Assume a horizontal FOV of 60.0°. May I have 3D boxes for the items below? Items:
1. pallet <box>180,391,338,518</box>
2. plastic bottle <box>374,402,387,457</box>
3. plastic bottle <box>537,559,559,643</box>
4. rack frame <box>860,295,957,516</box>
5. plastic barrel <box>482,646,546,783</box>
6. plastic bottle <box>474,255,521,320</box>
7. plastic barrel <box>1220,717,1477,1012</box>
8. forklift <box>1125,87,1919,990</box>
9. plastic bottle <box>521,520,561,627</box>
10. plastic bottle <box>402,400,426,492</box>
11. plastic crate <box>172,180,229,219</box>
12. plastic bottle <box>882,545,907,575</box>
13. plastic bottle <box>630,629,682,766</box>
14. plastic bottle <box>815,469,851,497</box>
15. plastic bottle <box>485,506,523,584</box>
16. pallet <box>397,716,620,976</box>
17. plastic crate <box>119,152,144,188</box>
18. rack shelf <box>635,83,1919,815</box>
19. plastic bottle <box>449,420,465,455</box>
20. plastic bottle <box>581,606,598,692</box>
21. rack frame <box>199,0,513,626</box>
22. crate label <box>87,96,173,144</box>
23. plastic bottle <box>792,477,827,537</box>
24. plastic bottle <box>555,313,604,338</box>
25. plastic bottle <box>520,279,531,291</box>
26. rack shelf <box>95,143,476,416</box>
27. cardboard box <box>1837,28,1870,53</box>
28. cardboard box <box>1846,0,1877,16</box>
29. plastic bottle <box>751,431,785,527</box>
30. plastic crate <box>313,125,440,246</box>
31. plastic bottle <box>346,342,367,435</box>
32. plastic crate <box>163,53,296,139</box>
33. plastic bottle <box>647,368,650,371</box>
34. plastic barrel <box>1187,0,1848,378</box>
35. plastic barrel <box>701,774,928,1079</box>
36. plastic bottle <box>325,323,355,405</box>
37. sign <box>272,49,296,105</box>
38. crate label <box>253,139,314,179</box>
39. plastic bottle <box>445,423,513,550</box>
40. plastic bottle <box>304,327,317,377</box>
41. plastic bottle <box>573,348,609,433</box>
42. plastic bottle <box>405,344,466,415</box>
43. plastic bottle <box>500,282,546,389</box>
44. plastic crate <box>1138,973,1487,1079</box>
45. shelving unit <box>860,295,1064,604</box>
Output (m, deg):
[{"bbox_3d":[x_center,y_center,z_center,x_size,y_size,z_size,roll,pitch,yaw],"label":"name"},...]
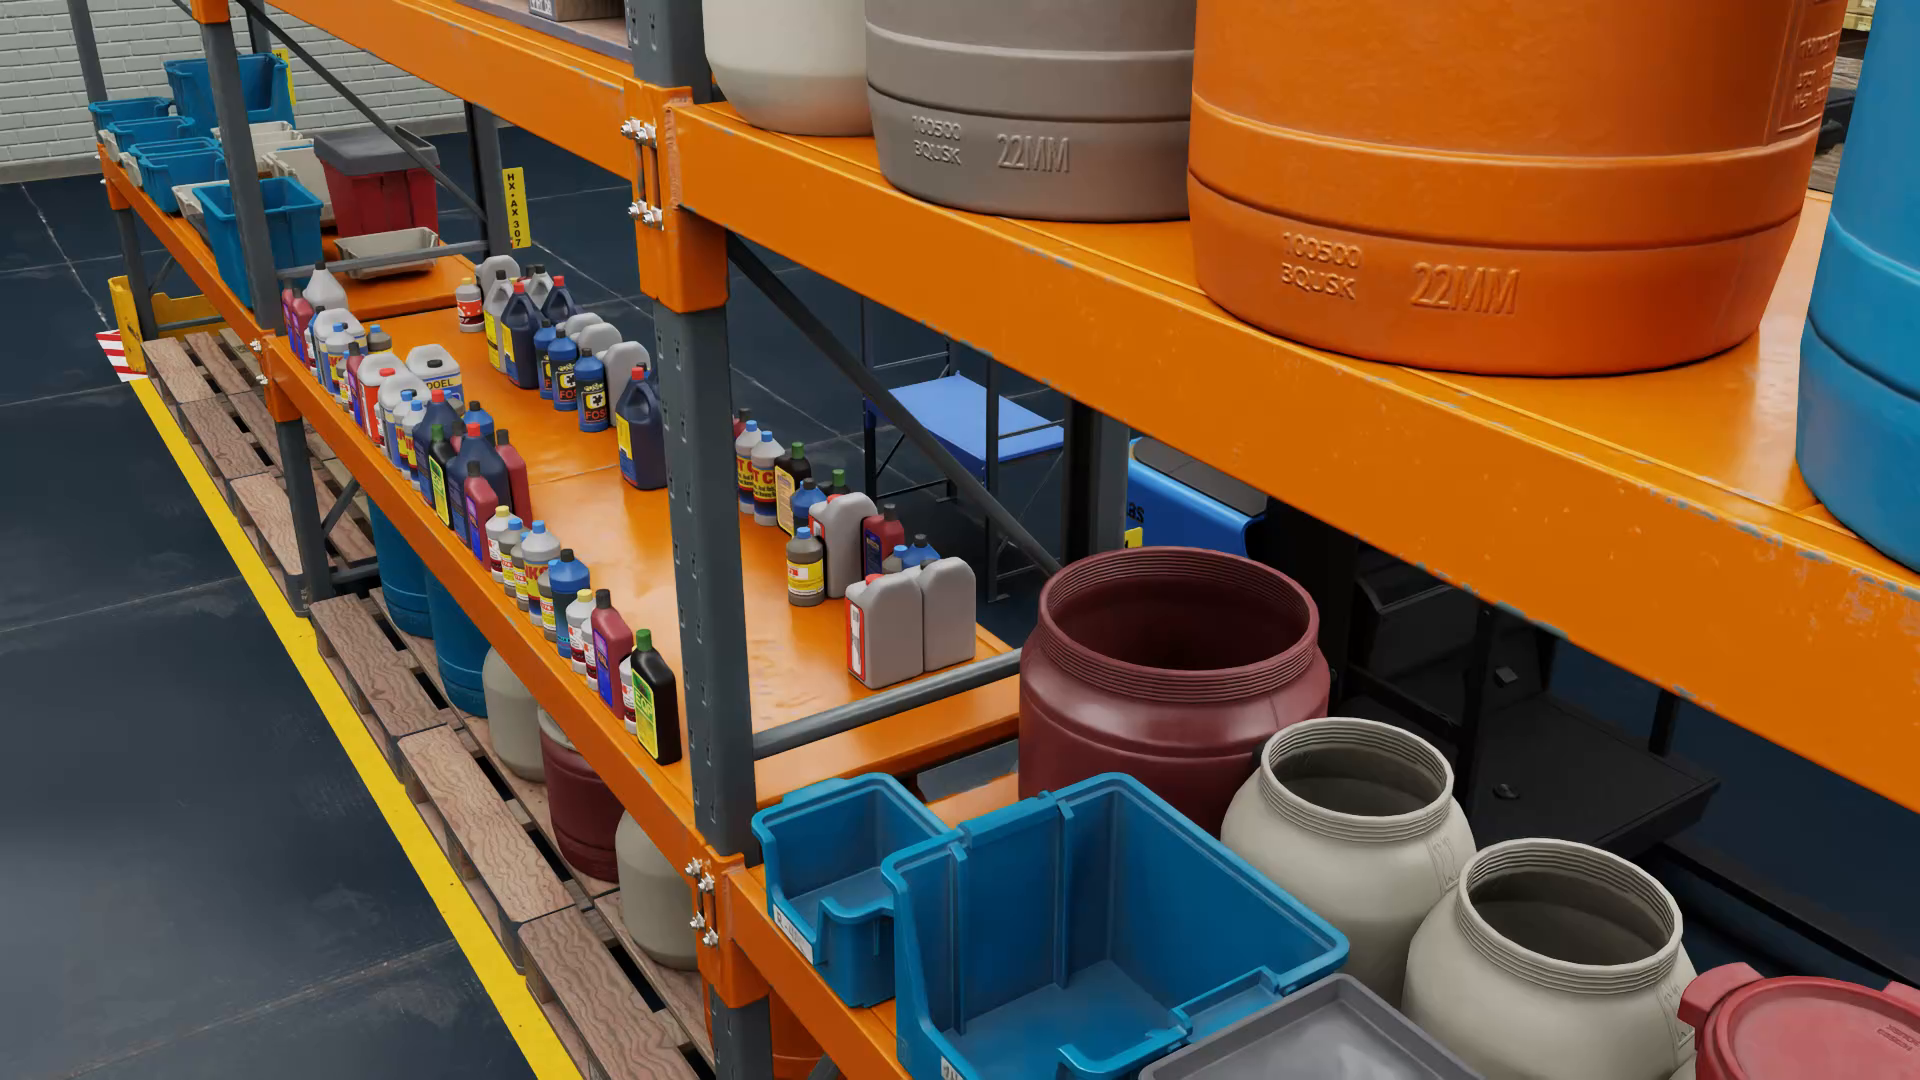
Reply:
[{"bbox_3d":[-3.379,-0.526,8.618,1.003,0.211,1.213,-16,29,-30],"label":"pallet"},{"bbox_3d":[-1.795,-0.373,5.260,0.097,0.201,0.097,0,25,0],"label":"plastic bottle"},{"bbox_3d":[-1.002,0.146,4.159,0.097,0.201,0.097,0,25,0],"label":"plastic bottle"},{"bbox_3d":[-0.231,-0.830,7.750,0.500,1.500,0.032,-16,29,-30],"label":"rack frame"},{"bbox_3d":[-1.372,0.513,5.572,0.421,0.512,0.421,0,25,0],"label":"plastic barrel"},{"bbox_3d":[-1.789,-0.975,6.447,0.152,0.276,0.135,-16,29,-30],"label":"plastic bottle"},{"bbox_3d":[0.650,0.602,2.831,0.421,0.512,0.421,0,25,0],"label":"plastic barrel"},{"bbox_3d":[1.723,-0.280,4.909,1.130,2.935,3.031,-16,30,-30],"label":"forklift"},{"bbox_3d":[-1.055,0.080,4.218,0.097,0.271,0.097,0,25,0],"label":"plastic bottle"},{"bbox_3d":[-1.616,-0.287,4.996,0.097,0.271,0.097,0,25,0],"label":"plastic bottle"},{"bbox_3d":[-3.477,-1.557,7.774,0.293,0.136,0.466,-16,29,-30],"label":"plastic crate"},{"bbox_3d":[-0.150,0.111,4.234,0.097,0.201,0.097,0,25,0],"label":"plastic bottle"},{"bbox_3d":[-0.669,0.342,3.649,0.061,0.283,0.133,-16,29,-30],"label":"plastic bottle"},{"bbox_3d":[-0.344,-0.067,4.516,0.061,0.283,0.133,-16,29,-30],"label":"plastic bottle"},{"bbox_3d":[-1.215,0.007,4.455,0.097,0.201,0.097,0,25,0],"label":"plastic bottle"},{"bbox_3d":[-1.218,0.887,5.624,1.003,0.211,1.213,-16,29,-30],"label":"pallet"},{"bbox_3d":[-4.123,-1.894,8.486,0.250,0.136,0.298,-16,29,-30],"label":"plastic crate"},{"bbox_3d":[1.001,0.018,1.527,1.077,0.370,4.000,-16,29,-30],"label":"rack shelf"},{"bbox_3d":[-1.416,-0.195,4.787,0.061,0.283,0.133,-16,29,-30],"label":"plastic bottle"},{"bbox_3d":[-0.843,0.251,3.938,0.097,0.201,0.097,0,25,0],"label":"plastic bottle"},{"bbox_3d":[-2.275,-1.097,6.559,1.000,3.000,0.127,-16,29,-30],"label":"rack frame"},{"bbox_3d":[-4.599,-2.314,9.263,0.416,0.233,0.303,-16,29,-30],"label":"crate label"},{"bbox_3d":[-0.400,-0.037,4.465,0.097,0.271,0.097,0,25,0],"label":"plastic bottle"},{"bbox_3d":[-1.314,-0.664,5.788,0.152,0.276,0.135,-16,29,-30],"label":"plastic bottle"},{"bbox_3d":[-1.589,-0.844,6.170,0.152,0.276,0.135,-16,29,-30],"label":"plastic bottle"},{"bbox_3d":[-3.366,-1.487,8.228,1.077,0.370,4.000,-16,29,-30],"label":"rack shelf"},{"bbox_3d":[3.320,-1.818,6.795,0.797,0.503,0.637,-15,29,-28],"label":"cardboard box"},{"bbox_3d":[5.916,-3.468,10.688,0.380,0.149,0.250,-14,29,-27],"label":"cardboard box"},{"bbox_3d":[-0.548,-0.181,4.771,0.097,0.271,0.097,0,25,0],"label":"plastic bottle"},{"bbox_3d":[-2.552,-1.531,7.333,0.402,0.464,0.583,-16,29,-30],"label":"plastic crate"},{"bbox_3d":[-1.947,-0.496,5.423,0.061,0.283,0.133,-16,29,-30],"label":"plastic bottle"},{"bbox_3d":[-4.119,-2.494,9.408,0.616,0.435,0.499,-16,29,-30],"label":"plastic crate"},{"bbox_3d":[-1.028,-0.464,5.452,0.097,0.201,0.097,0,25,0],"label":"plastic bottle"},{"bbox_3d":[0.533,-0.638,1.572,0.600,0.830,0.708,-16,29,-30],"label":"plastic barrel"},{"bbox_3d":[-0.372,0.955,4.265,0.600,0.830,0.708,-16,29,-30],"label":"plastic barrel"},{"bbox_3d":[-2.101,-0.605,5.669,0.097,0.271,0.097,0,25,0],"label":"plastic bottle"},{"bbox_3d":[-4.006,-2.735,9.839,0.100,0.325,0.005,-16,29,-30],"label":"sign"},{"bbox_3d":[-3.543,-1.985,8.679,0.396,0.136,0.243,-16,29,-30],"label":"crate label"},{"bbox_3d":[-1.345,-0.164,4.642,0.144,0.351,0.185,-16,29,-30],"label":"plastic bottle"},{"bbox_3d":[-2.281,-0.692,5.934,0.097,0.201,0.097,0,25,0],"label":"plastic bottle"},{"bbox_3d":[-1.208,-0.495,5.435,0.097,0.271,0.097,0,25,0],"label":"plastic bottle"},{"bbox_3d":[-1.708,-0.490,5.421,0.152,0.276,0.135,-16,29,-30],"label":"plastic bottle"},{"bbox_3d":[-1.519,-0.722,5.824,0.144,0.351,0.185,-16,29,-30],"label":"plastic bottle"},{"bbox_3d":[0.535,0.954,2.140,0.402,0.464,0.583,-16,29,-30],"label":"plastic crate"},{"bbox_3d":[0.047,-0.648,7.365,0.538,1.500,1.048,-16,29,-30],"label":"shelving unit"}]
